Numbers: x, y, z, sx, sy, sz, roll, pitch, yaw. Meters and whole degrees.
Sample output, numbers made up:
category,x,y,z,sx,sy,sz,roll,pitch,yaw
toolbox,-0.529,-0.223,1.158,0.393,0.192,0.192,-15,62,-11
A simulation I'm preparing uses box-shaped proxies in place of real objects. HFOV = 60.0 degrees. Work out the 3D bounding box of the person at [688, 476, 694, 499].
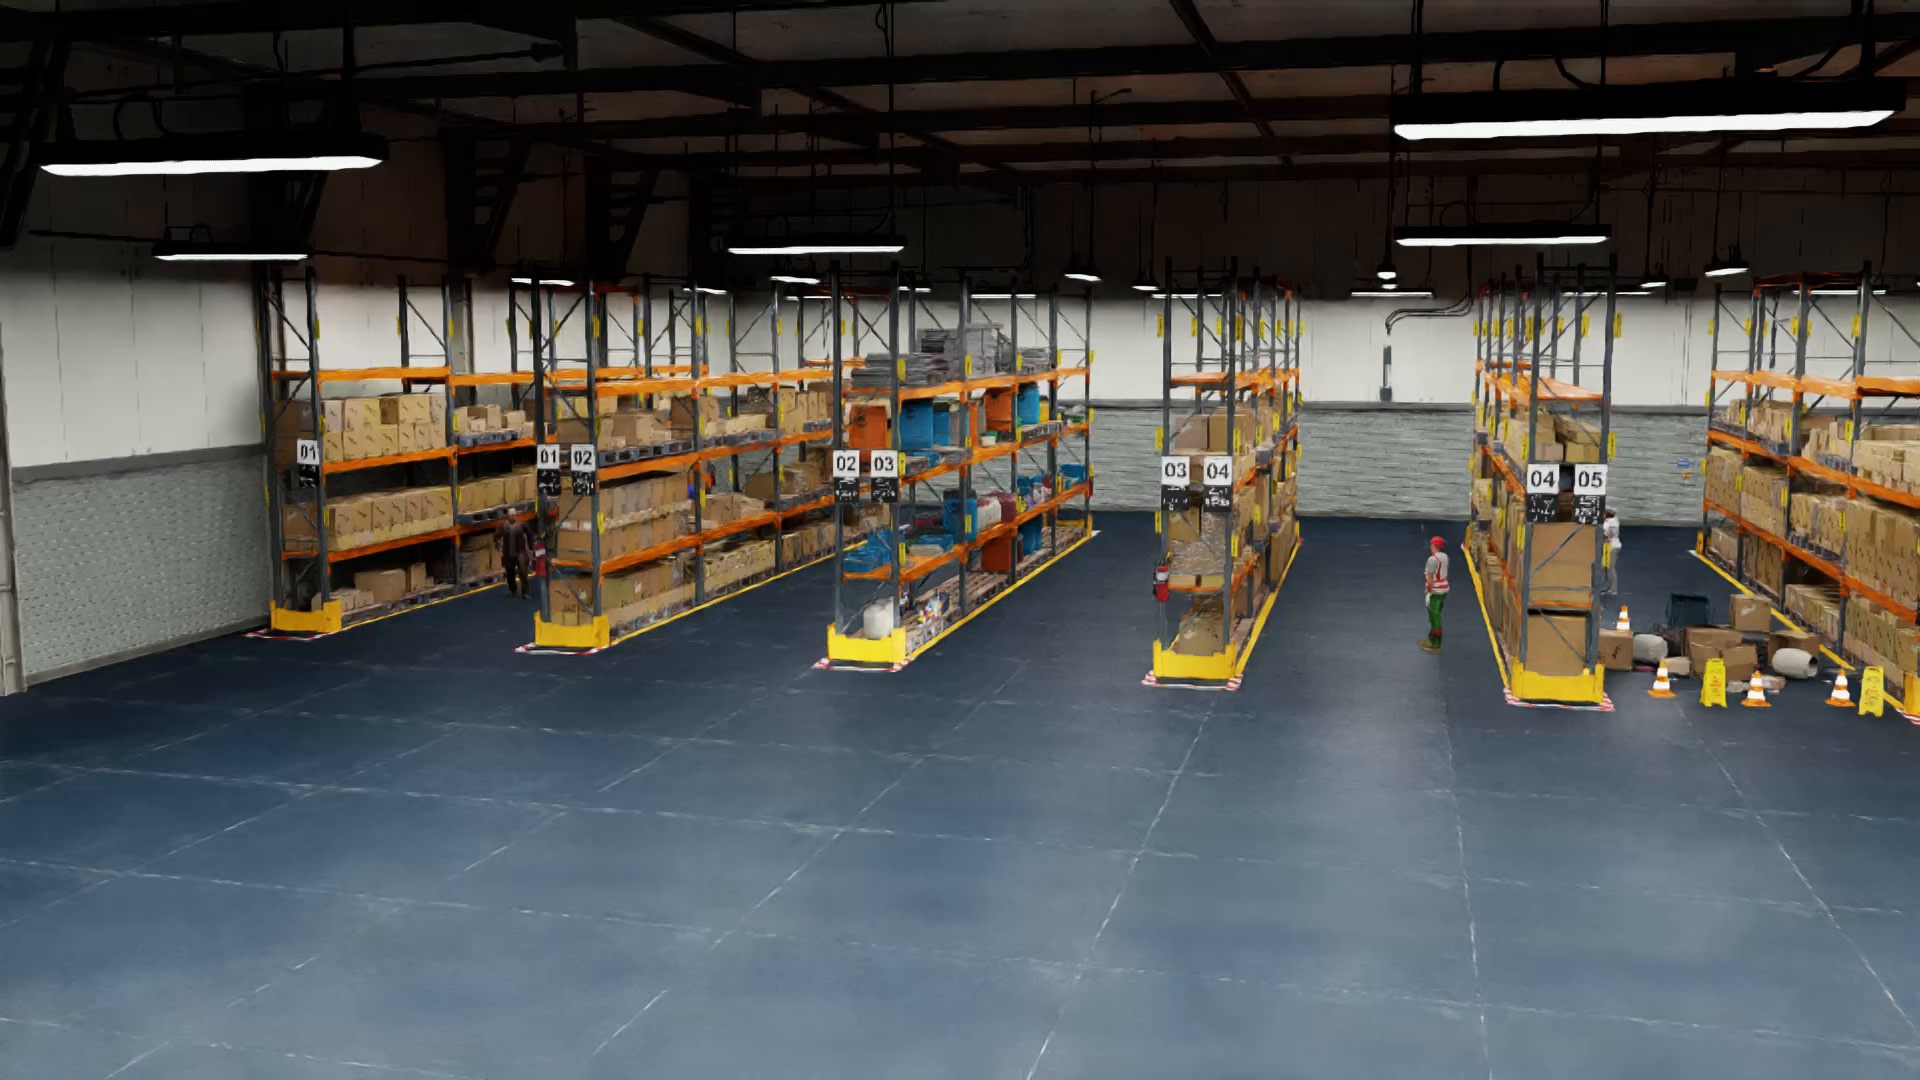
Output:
category,x,y,z,sx,sy,sz,roll,pitch,yaw
person,-6.392,-0.759,39.143,0.461,1.596,0.999,2,7,13

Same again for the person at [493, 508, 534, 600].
category,x,y,z,sx,sy,sz,roll,pitch,yaw
person,-8.234,0.240,30.803,0.735,1.712,0.904,0,7,-2

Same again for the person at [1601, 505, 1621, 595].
category,x,y,z,sx,sy,sz,roll,pitch,yaw
person,12.253,0.180,31.444,0.574,1.665,0.544,-7,10,-43

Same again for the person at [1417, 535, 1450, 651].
category,x,y,z,sx,sy,sz,roll,pitch,yaw
person,7.369,0.784,25.951,0.489,1.725,0.608,6,10,41
